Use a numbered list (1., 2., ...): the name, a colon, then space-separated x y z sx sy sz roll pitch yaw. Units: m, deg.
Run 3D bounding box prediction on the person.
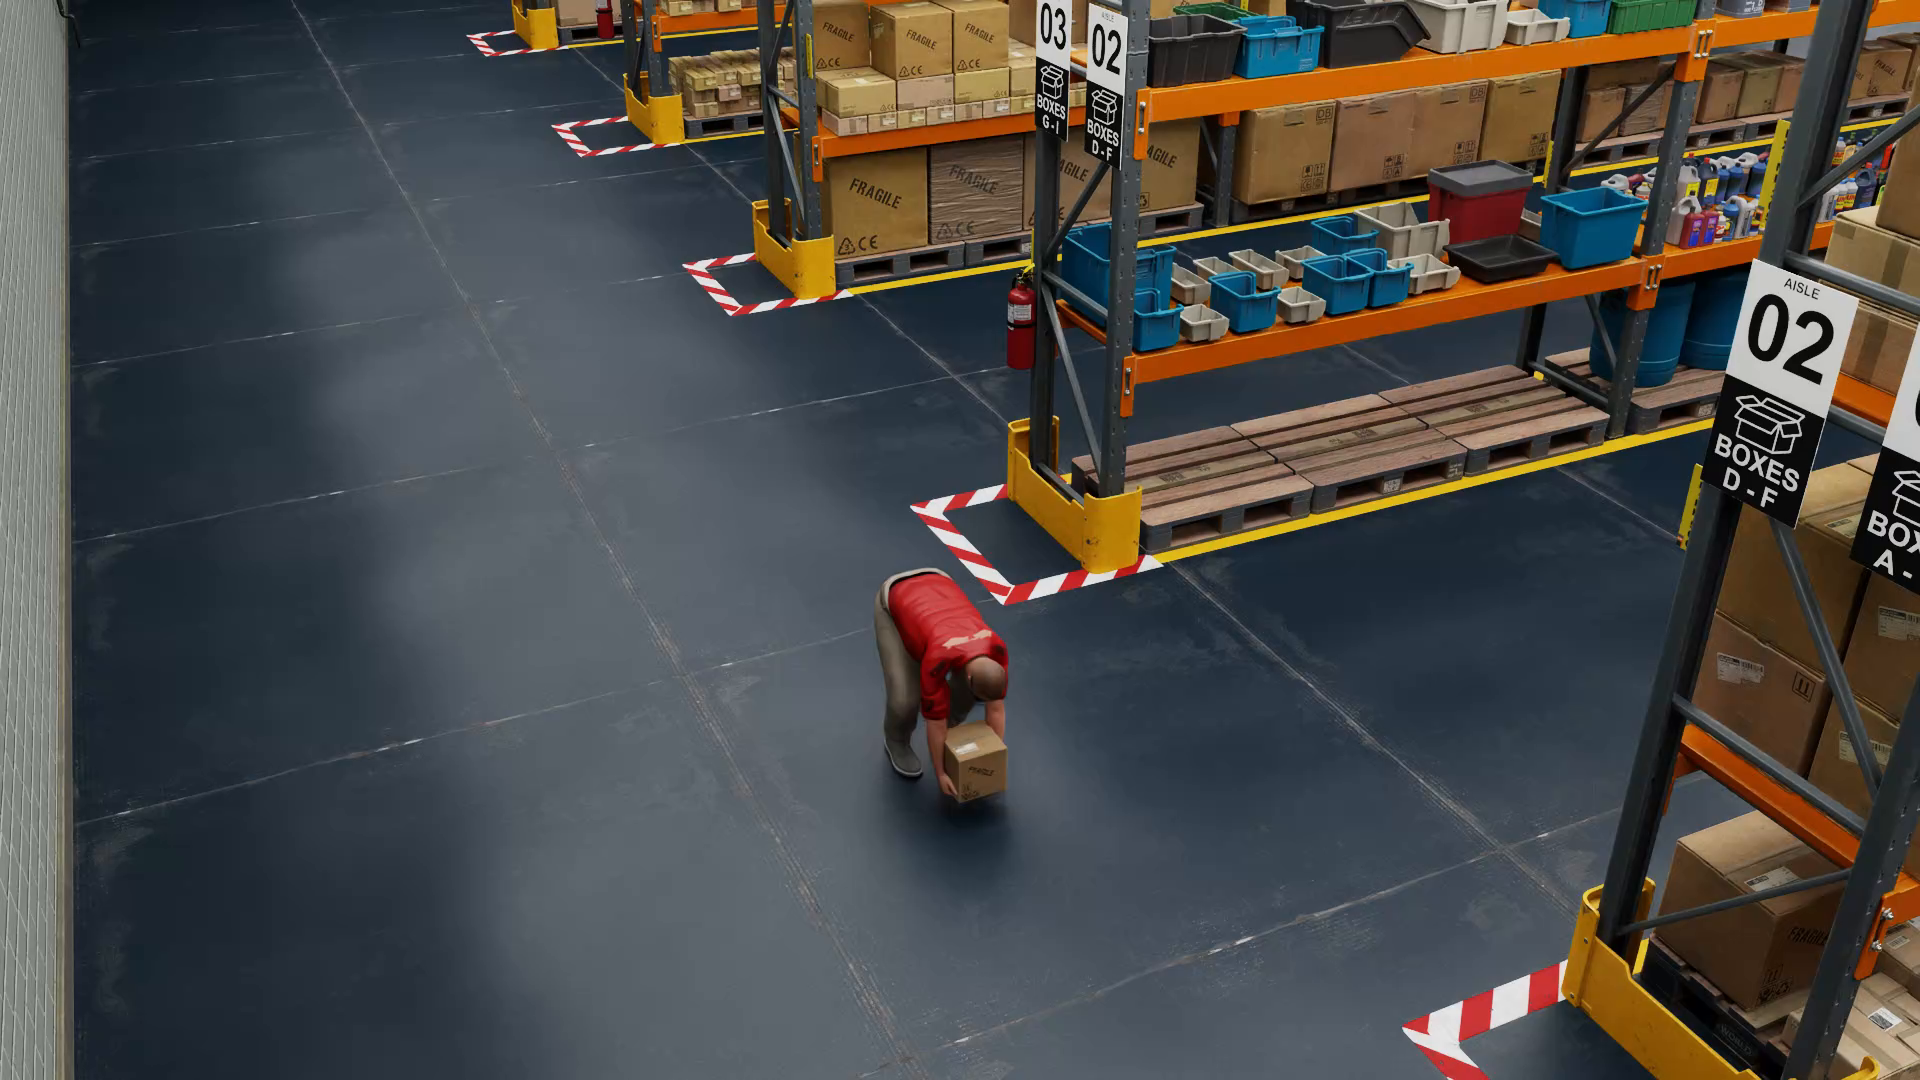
1. person: -0.064 0.717 7.936 0.524 1.002 0.961 -15 32 -24
